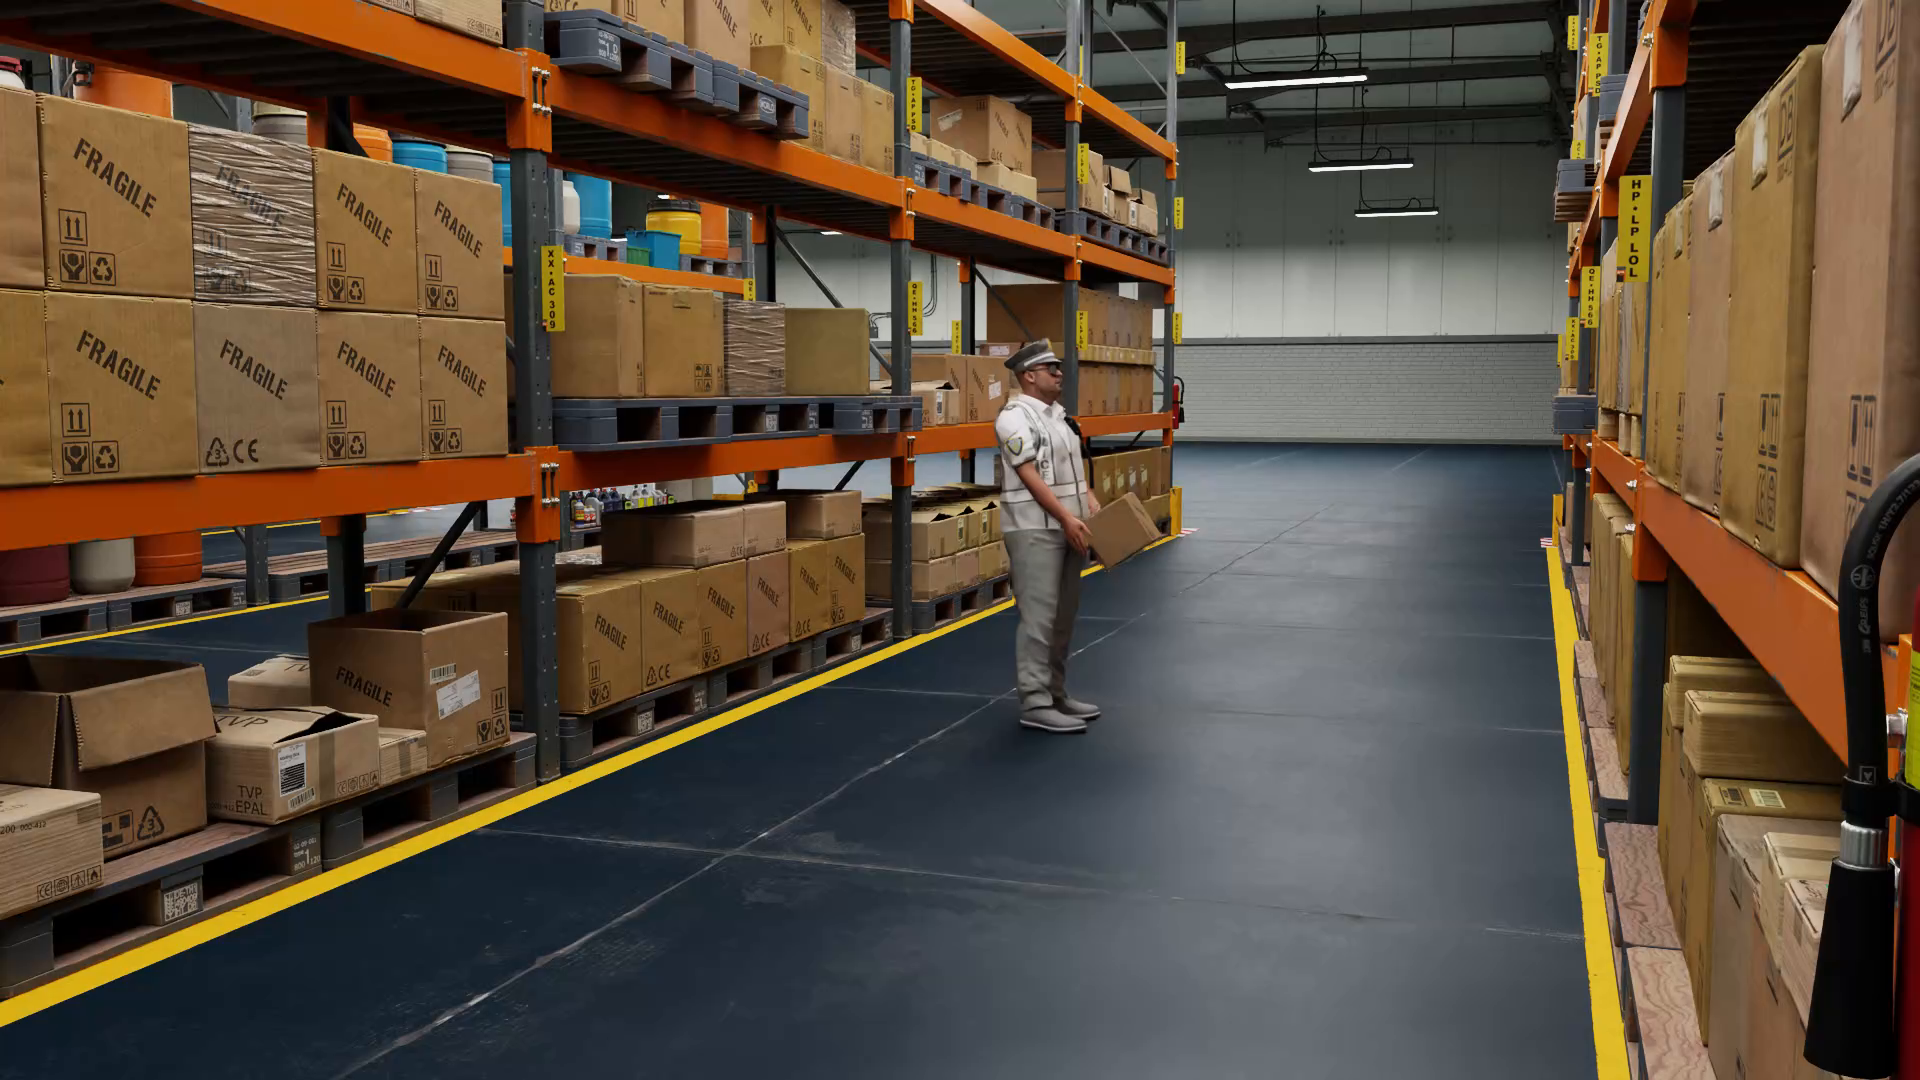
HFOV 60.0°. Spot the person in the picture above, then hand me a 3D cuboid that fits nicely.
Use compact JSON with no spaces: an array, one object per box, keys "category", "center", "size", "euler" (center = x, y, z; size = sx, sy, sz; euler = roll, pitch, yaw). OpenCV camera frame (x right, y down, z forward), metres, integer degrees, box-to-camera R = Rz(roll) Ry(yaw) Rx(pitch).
[{"category":"person","center":[0.446,-0.041,7.717],"size":[0.527,1.782,0.529],"euler":[3,6,32]}]
